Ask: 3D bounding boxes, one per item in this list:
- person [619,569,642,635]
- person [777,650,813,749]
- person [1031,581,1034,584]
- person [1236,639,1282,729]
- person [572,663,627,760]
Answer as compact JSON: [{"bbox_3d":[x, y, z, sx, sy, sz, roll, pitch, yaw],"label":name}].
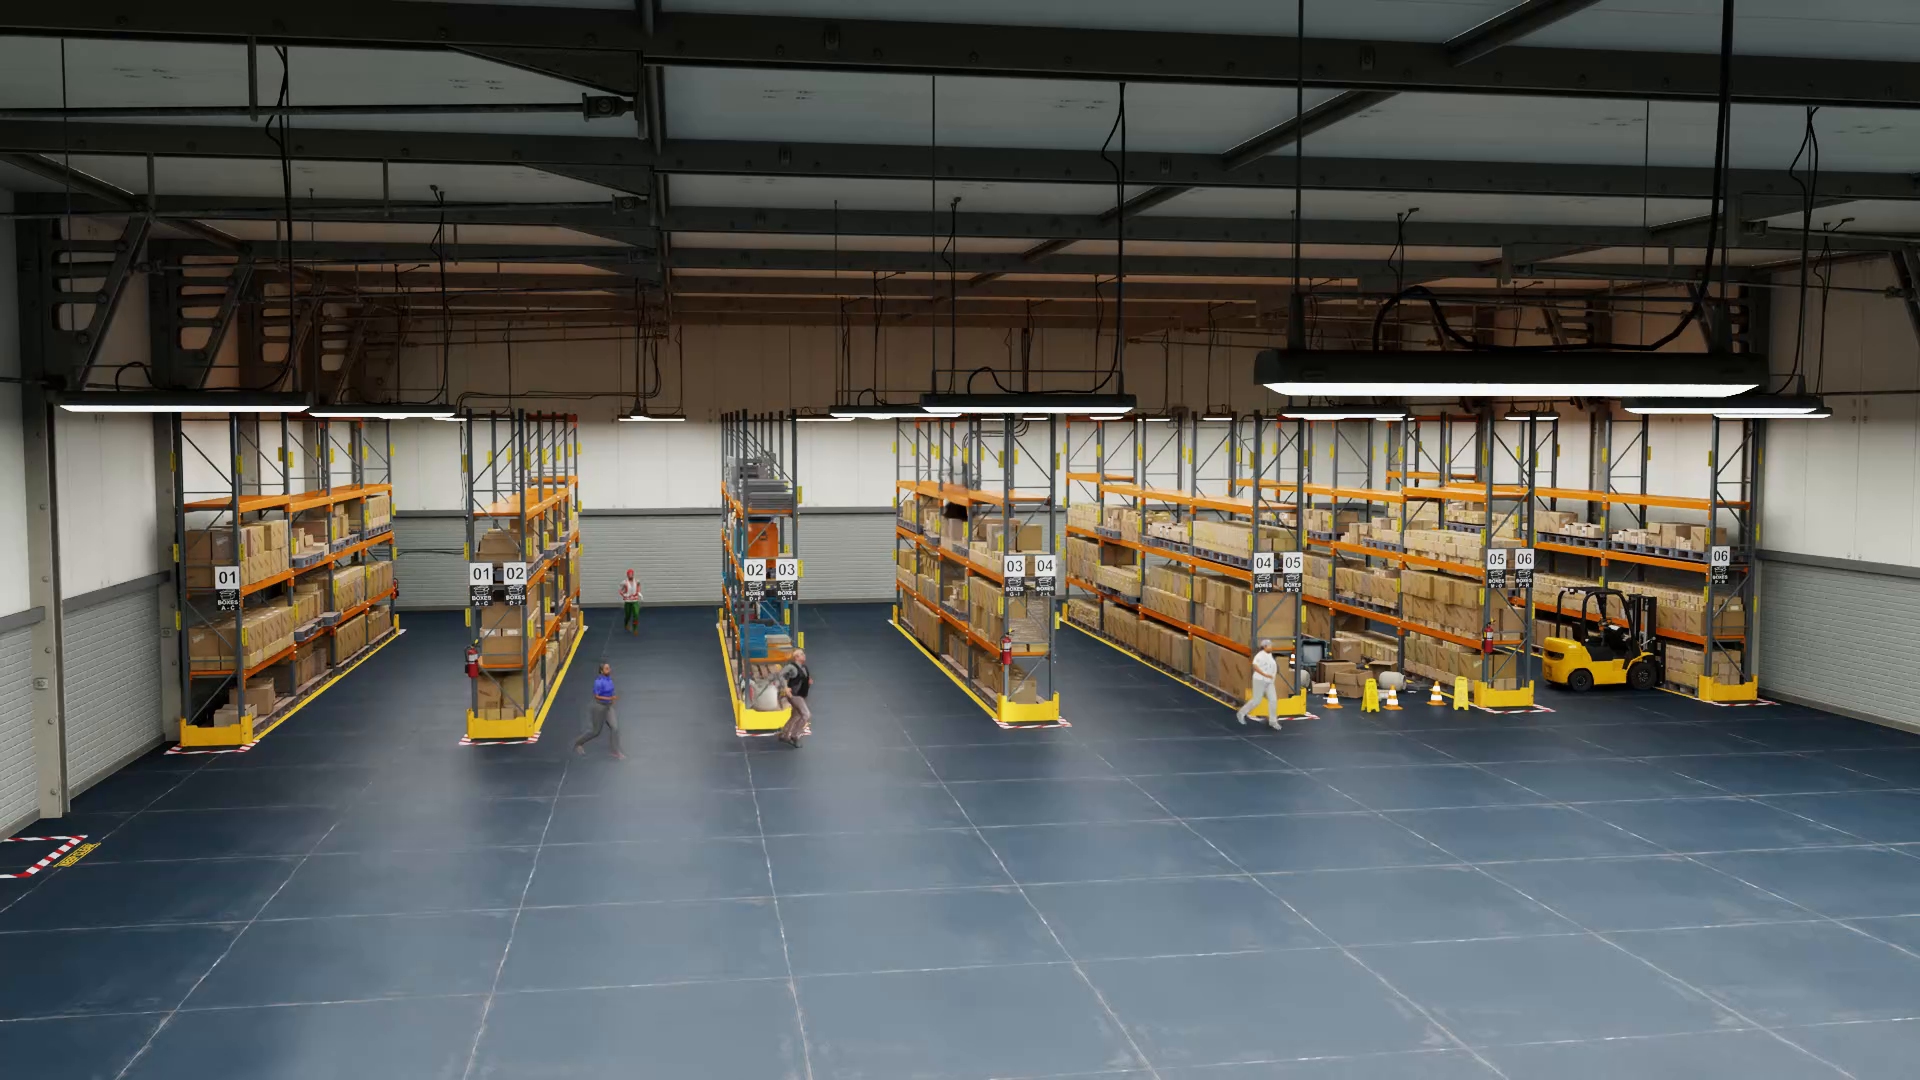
[{"bbox_3d":[-8.963,1.672,45.243,0.644,1.776,0.991,-2,4,-24],"label":"person"},{"bbox_3d":[-2.905,2.815,29.597,0.668,1.740,0.645,1,4,20],"label":"person"},{"bbox_3d":[1.831,1.451,48.829,0.858,1.746,0.722,2,4,24],"label":"person"},{"bbox_3d":[5.763,2.701,31.441,0.924,1.641,0.692,4,5,43],"label":"person"},{"bbox_3d":[-6.137,2.919,28.419,0.935,1.673,0.588,1,4,18],"label":"person"}]
